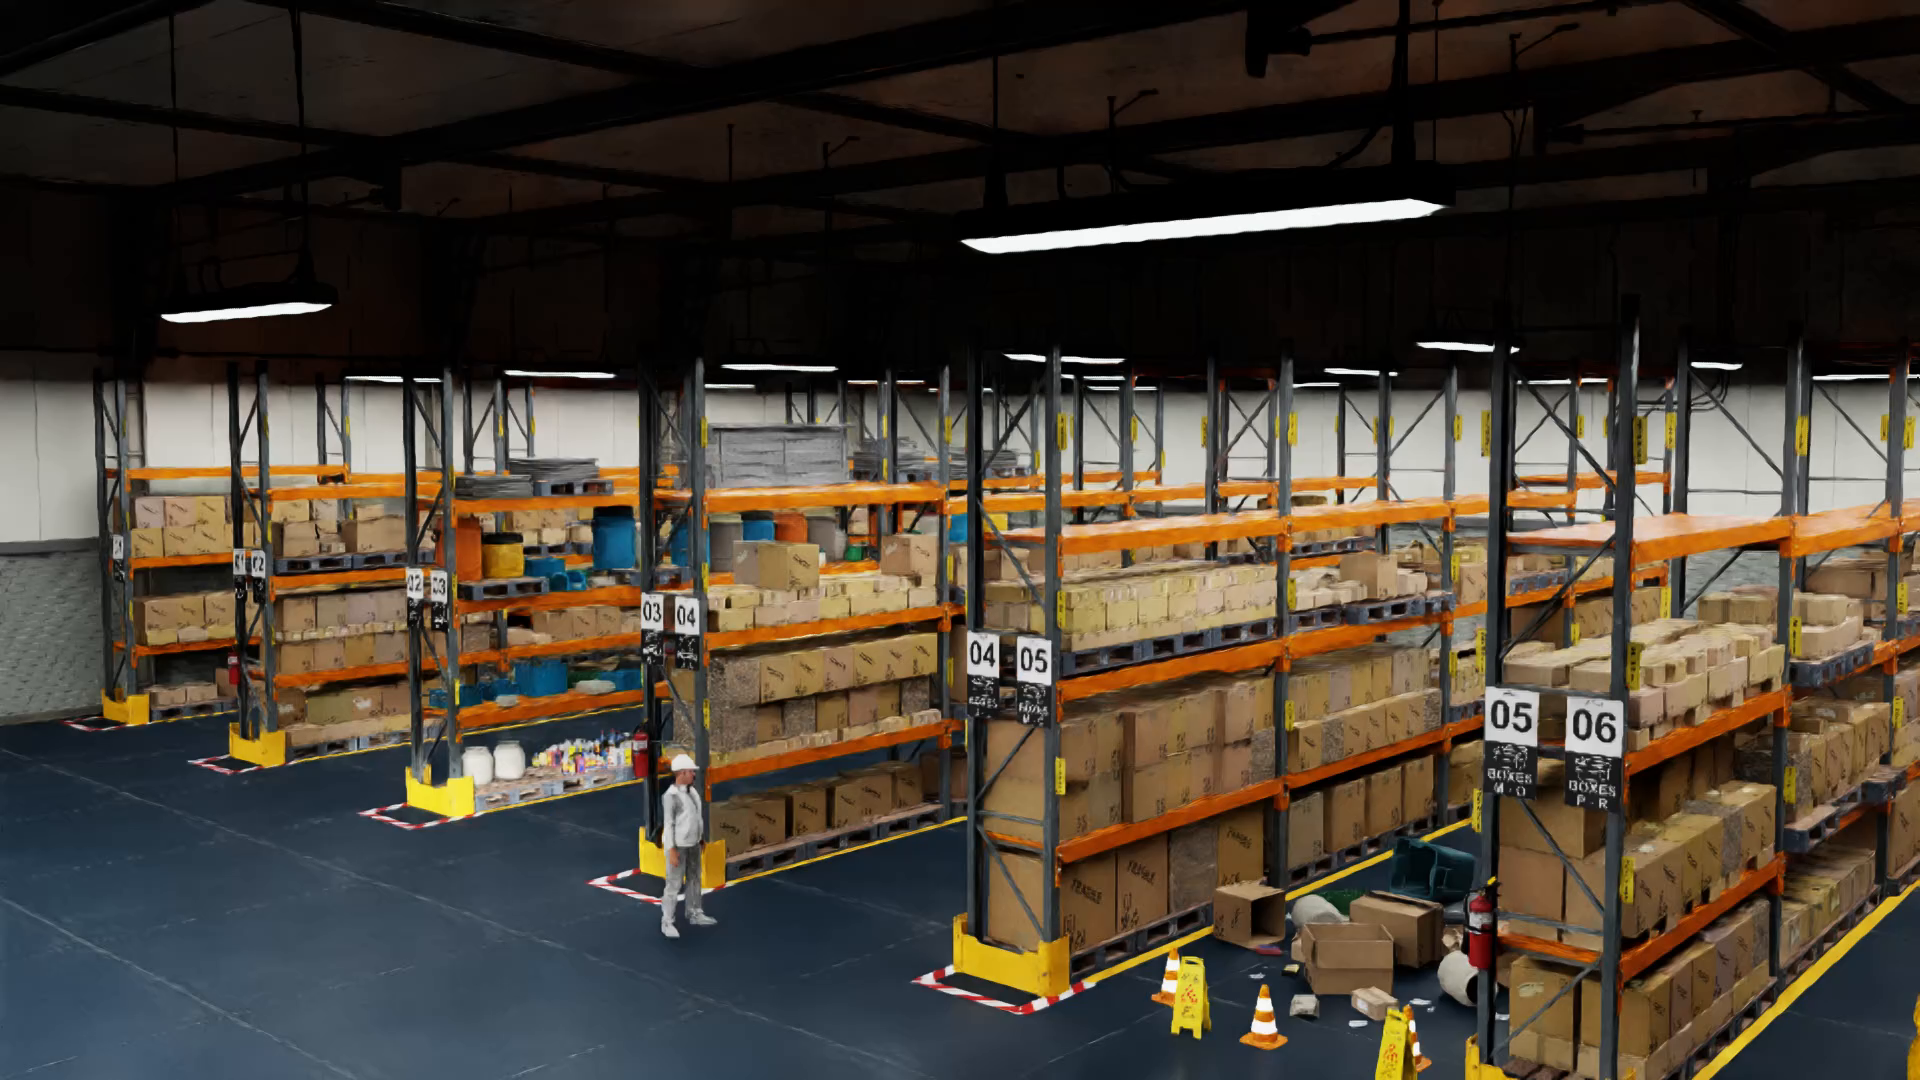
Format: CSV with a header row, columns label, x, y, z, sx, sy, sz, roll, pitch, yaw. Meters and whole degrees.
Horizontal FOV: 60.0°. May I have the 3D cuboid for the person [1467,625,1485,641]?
label,x,y,z,sx,sy,sz,roll,pitch,yaw
person,8.700,2.262,27.774,0.729,1.733,0.546,3,5,40

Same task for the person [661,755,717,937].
label,x,y,z,sx,sy,sz,roll,pitch,yaw
person,-2.738,3.036,16.660,0.463,1.782,0.598,2,4,20
